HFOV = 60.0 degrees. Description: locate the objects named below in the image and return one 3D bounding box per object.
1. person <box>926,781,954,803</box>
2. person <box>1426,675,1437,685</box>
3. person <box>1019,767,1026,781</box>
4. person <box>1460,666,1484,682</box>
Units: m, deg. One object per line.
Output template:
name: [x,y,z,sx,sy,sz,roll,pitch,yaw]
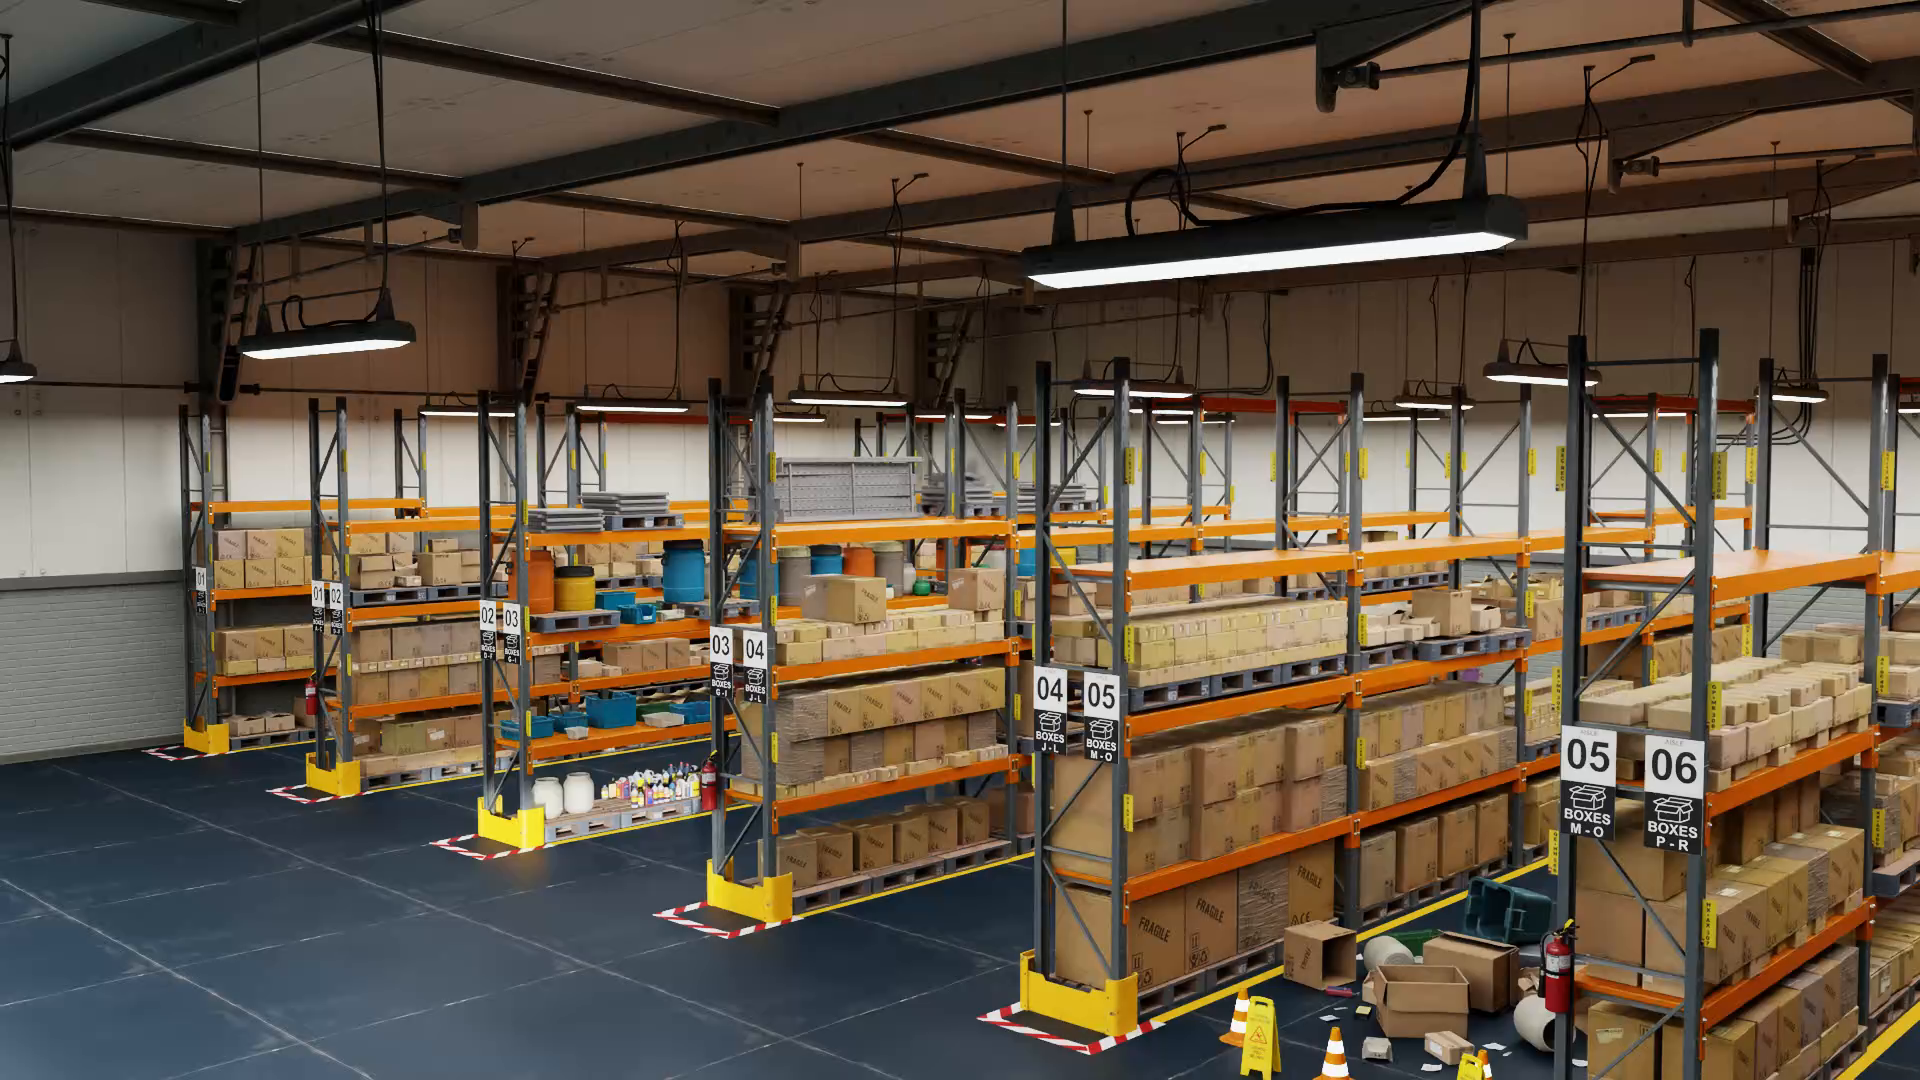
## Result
person: [-0.274,3.078,23.501,0.607,1.707,0.776,3,4,40]
person: [7.510,2.961,26.501,0.531,1.695,0.738,3,4,42]
person: [0.827,2.982,24.466,0.662,1.845,0.790,2,4,39]
person: [9.535,2.747,31.135,0.532,1.563,0.669,-1,3,-26]
